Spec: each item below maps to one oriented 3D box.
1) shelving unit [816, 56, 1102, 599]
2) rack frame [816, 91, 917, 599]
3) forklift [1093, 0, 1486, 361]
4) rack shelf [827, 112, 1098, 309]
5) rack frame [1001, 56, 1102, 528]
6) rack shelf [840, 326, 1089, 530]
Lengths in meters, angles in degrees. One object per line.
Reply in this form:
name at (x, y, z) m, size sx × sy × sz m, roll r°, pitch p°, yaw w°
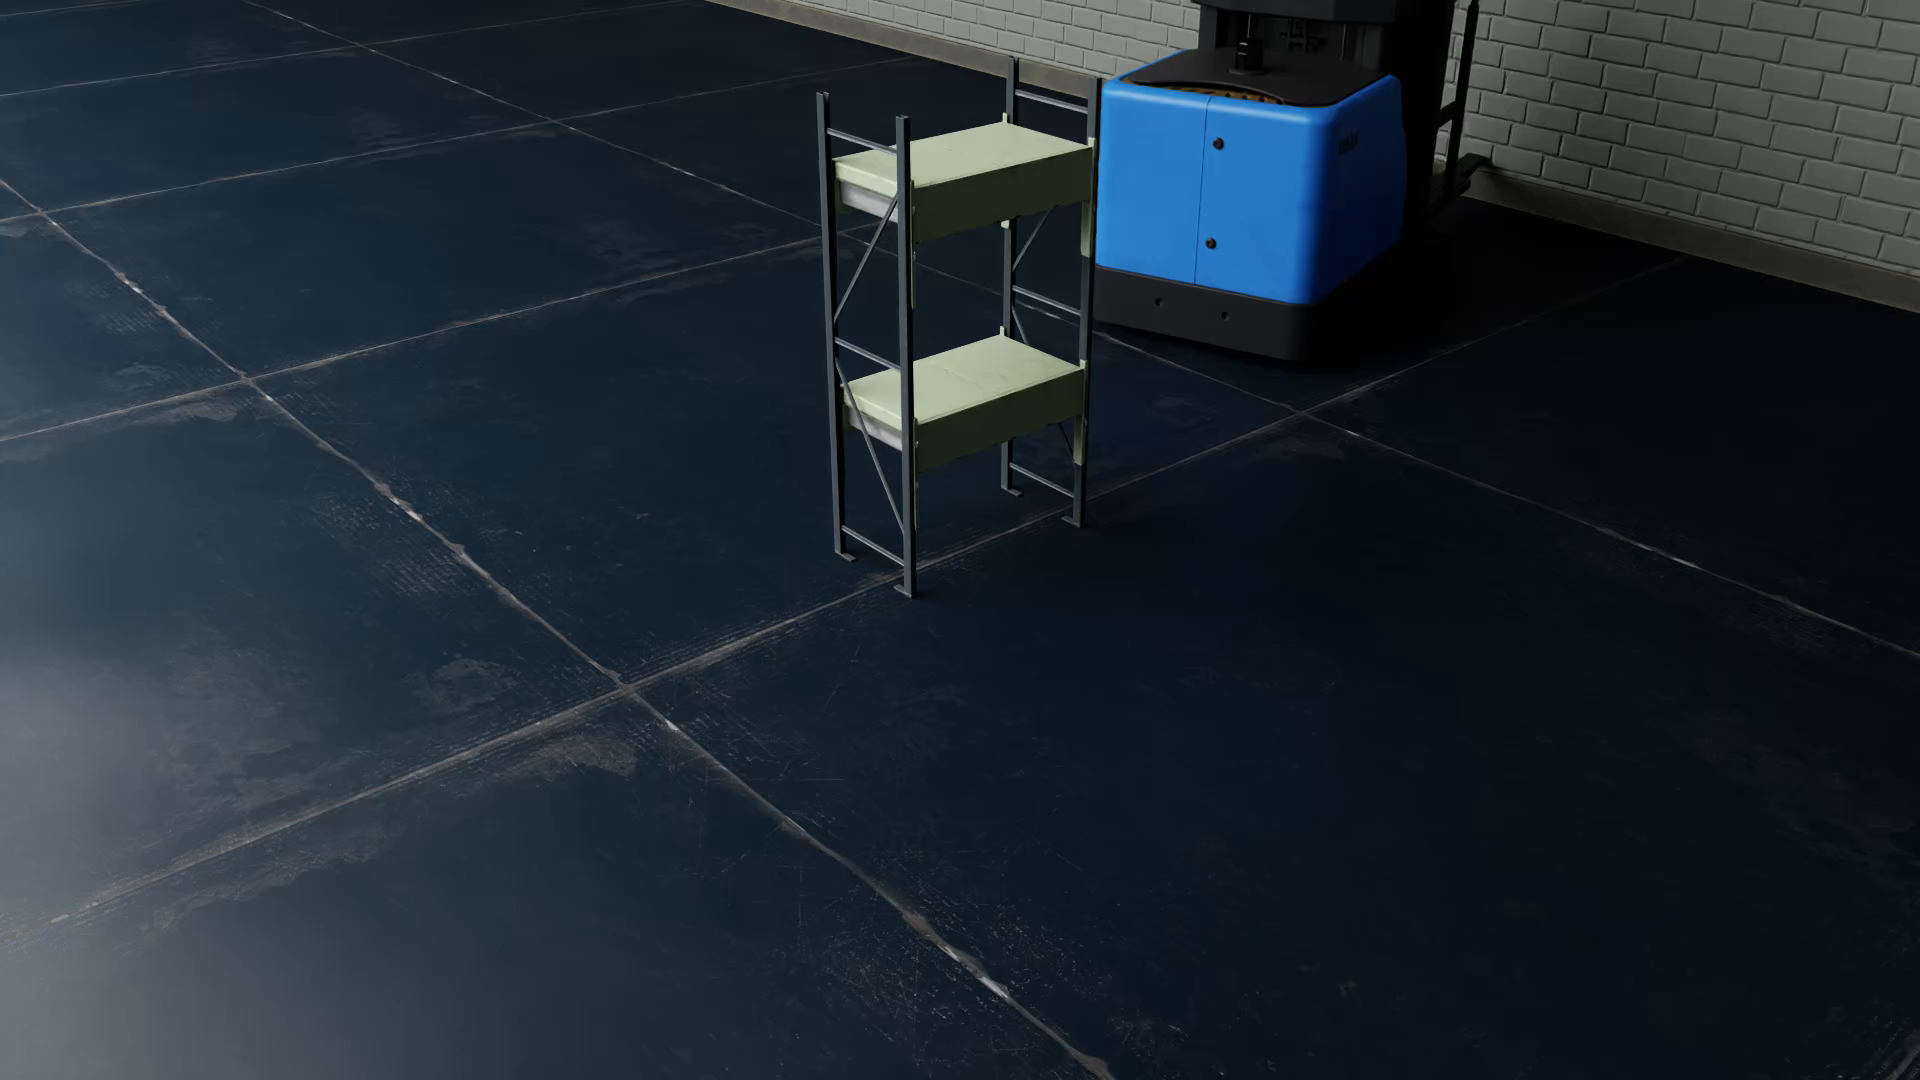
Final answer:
shelving unit at (0.005, -0.664, 5.195) m, size 0.755 × 1.500 × 0.431 m, roll -22°, pitch 35°, yaw -35°
rack frame at (-0.273, -0.552, 4.986) m, size 0.023 × 1.500 × 0.400 m, roll -22°, pitch 35°, yaw -35°
forklift at (1.766, -2.670, 7.430) m, size 1.130 × 2.935 × 3.031 m, roll 16°, pitch 32°, yaw 28°
rack shelf at (0.005, -1.008, 5.011) m, size 0.720 × 0.370 × 0.431 m, roll -22°, pitch 35°, yaw -35°
rack frame at (0.284, -0.775, 5.405) m, size 0.023 × 1.500 × 0.400 m, roll -22°, pitch 35°, yaw -35°
rack shelf at (0.005, -0.376, 5.349) m, size 0.720 × 0.370 × 0.431 m, roll -22°, pitch 35°, yaw -35°
